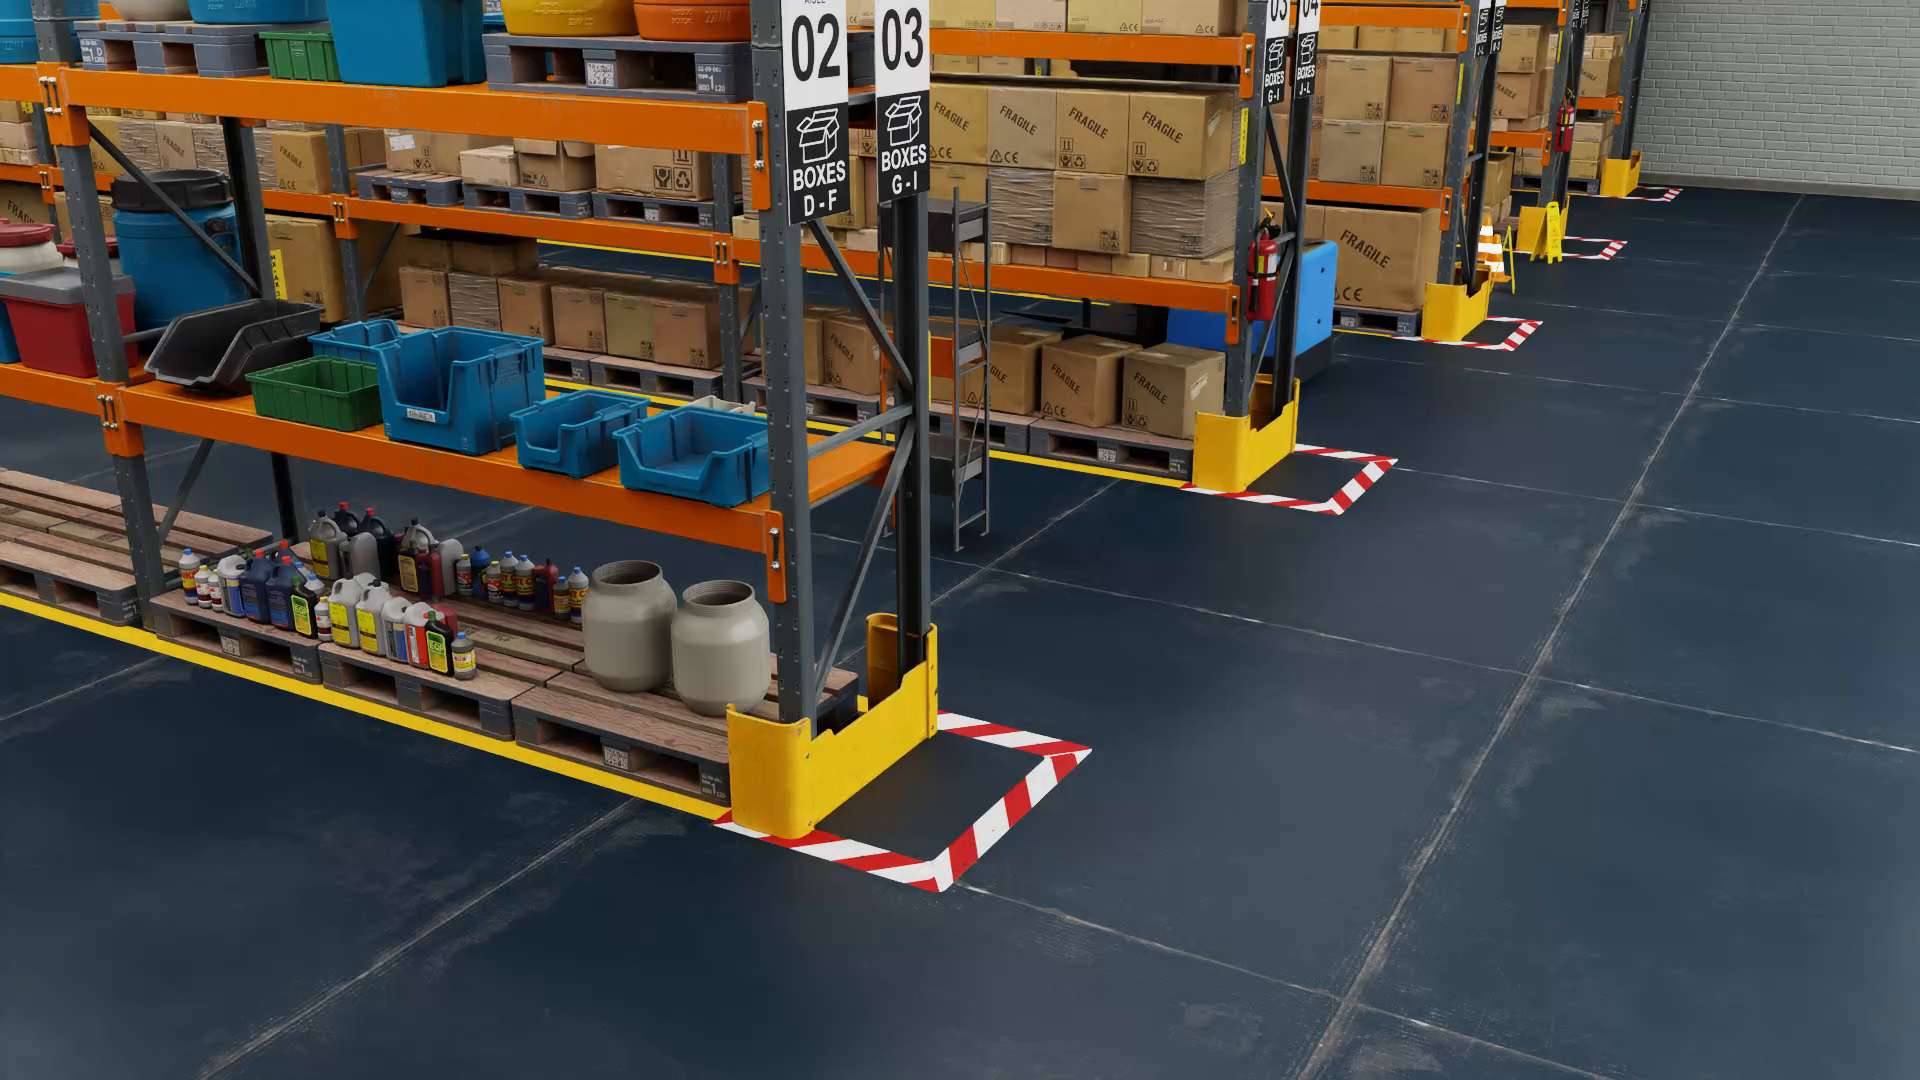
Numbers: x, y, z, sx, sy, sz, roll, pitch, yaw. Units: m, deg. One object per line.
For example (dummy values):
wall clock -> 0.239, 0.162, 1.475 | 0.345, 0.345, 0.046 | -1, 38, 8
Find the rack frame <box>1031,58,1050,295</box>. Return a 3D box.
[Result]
rack frame -> 1.007, -4.017, 16.541 | 0.127, 3.000, 1.000 | 11, 23, 27

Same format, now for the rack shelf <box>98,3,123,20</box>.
rack shelf -> -6.738, -4.627, 14.879 | 4.000, 0.370, 1.077 | 11, 23, 27

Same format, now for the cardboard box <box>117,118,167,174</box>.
cardboard box -> -7.329, -3.617, 15.292 | 0.500, 0.500, 0.500 | 10, 22, 26

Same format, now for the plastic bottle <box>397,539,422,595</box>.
plastic bottle -> -2.791, 0.129, 8.450 | 0.133, 0.283, 0.061 | 11, 23, 27

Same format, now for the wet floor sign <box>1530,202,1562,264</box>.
wet floor sign -> 6.469, -3.386, 18.253 | 0.267, 0.644, 0.232 | -16, 26, -38

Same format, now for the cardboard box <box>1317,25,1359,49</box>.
cardboard box -> 4.472, -5.844, 19.528 | 0.500, 0.500, 0.700 | 10, 22, 26

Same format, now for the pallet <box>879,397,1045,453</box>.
pallet -> 0.172, -0.943, 12.155 | 1.213, 0.211, 1.003 | 11, 23, 27

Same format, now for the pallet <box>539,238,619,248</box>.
pallet -> -4.228, -3.705, 19.770 | 1.213, 0.211, 1.003 | 11, 23, 27

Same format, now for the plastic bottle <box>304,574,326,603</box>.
plastic bottle -> -3.102, 0.295, 8.009 | 0.097, 0.271, 0.097 | 0, 20, 0

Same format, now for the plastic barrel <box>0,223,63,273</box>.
plastic barrel -> -5.285, -1.493, 9.384 | 0.433, 0.535, 0.433 | 0, 20, 0

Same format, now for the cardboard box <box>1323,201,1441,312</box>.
cardboard box -> 3.875, -2.644, 15.255 | 0.875, 0.875, 0.875 | 11, 23, 28

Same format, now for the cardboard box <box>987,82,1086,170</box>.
cardboard box -> 0.517, -2.733, 10.950 | 0.500, 0.500, 0.500 | 11, 23, 27

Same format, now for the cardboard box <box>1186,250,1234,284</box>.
cardboard box -> 1.642, -1.760, 10.687 | 0.250, 0.149, 0.380 | 11, 23, 27

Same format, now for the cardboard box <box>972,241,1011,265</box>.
cardboard box -> 0.282, -1.978, 11.289 | 0.250, 0.149, 0.380 | 11, 23, 27

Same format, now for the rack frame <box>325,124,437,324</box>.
rack frame -> -4.992, -3.223, 14.351 | 0.127, 3.000, 1.000 | 11, 23, 27

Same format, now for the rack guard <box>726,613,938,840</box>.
rack guard -> -0.513, 0.759, 7.041 | 0.348, 0.500, 1.175 | 11, 23, 27

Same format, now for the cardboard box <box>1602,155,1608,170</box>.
cardboard box -> 8.909, -5.366, 23.675 | 0.500, 0.250, 0.500 | 11, 23, 28

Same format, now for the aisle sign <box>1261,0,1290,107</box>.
aisle sign -> 1.900, -3.015, 9.965 | 0.004, 0.787, 0.394 | 11, 23, 27

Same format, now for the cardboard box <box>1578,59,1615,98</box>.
cardboard box -> 8.685, -6.372, 22.885 | 0.500, 0.500, 0.500 | 10, 22, 26

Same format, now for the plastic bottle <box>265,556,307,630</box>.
plastic bottle -> -3.249, 0.244, 8.032 | 0.185, 0.351, 0.144 | 10, 22, 25

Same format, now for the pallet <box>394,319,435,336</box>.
pallet -> -4.311, -1.782, 14.467 | 1.213, 0.211, 1.003 | 11, 23, 27

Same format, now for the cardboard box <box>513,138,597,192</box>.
cardboard box -> -3.059, -3.064, 13.147 | 0.637, 0.503, 0.797 | 13, 24, 33

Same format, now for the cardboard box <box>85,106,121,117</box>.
cardboard box -> -7.923, -4.303, 15.711 | 0.637, 0.503, 0.797 | 10, 22, 26

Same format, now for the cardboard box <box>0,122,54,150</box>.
cardboard box -> -8.998, -3.953, 16.147 | 0.500, 0.250, 0.500 | 10, 22, 26

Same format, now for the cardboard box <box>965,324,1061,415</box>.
cardboard box -> 0.379, -1.223, 11.886 | 0.500, 0.500, 0.500 | 13, 24, 32

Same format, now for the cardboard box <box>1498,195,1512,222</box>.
cardboard box -> 6.255, -3.964, 19.810 | 0.500, 0.250, 0.500 | 11, 22, 27

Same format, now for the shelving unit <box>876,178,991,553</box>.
shelving unit -> -0.144, -1.015, 9.583 | 0.503, 2.100, 0.431 | 11, 23, 27

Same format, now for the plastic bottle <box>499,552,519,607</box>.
plastic bottle -> -2.241, 0.190, 8.299 | 0.097, 0.271, 0.097 | 0, 20, 0

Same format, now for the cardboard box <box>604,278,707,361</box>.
cardboard box -> -2.433, -1.783, 13.402 | 0.500, 0.500, 0.700 | 11, 22, 27

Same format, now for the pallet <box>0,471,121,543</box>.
pallet -> -5.689, -0.094, 9.814 | 1.213, 0.211, 1.003 | 11, 23, 27

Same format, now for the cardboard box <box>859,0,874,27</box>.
cardboard box -> -0.339, -3.574, 11.140 | 0.500, 0.250, 0.500 | 10, 22, 25

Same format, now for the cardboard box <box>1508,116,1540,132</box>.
cardboard box -> 6.394, -4.723, 18.855 | 0.250, 0.149, 0.380 | 12, 23, 29

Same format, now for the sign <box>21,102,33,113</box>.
sign -> -8.754, -4.167, 15.567 | 0.005, 0.325, 0.100 | 11, 23, 27

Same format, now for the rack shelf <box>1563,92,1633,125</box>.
rack shelf -> 7.496, -6.315, 23.931 | 4.000, 0.370, 1.077 | 11, 23, 27

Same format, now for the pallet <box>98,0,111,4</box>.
pallet -> -7.660, -5.070, 15.326 | 1.217, 0.209, 0.805 | 10, 22, 25

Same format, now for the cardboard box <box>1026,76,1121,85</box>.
cardboard box -> 0.774, -2.890, 11.384 | 0.500, 0.500, 0.500 | 11, 23, 27

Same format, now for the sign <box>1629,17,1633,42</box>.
sign -> 8.965, -6.817, 22.215 | 0.005, 0.325, 0.100 | 11, 23, 27

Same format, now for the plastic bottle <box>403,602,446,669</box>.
plastic bottle -> -2.447, 0.431, 7.628 | 0.135, 0.276, 0.152 | 11, 23, 28

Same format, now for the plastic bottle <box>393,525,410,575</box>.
plastic bottle -> -2.883, 0.055, 8.653 | 0.133, 0.283, 0.061 | 13, 23, 31

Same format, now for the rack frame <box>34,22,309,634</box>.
rack frame -> -3.916, -1.083, 8.452 | 0.127, 3.000, 1.000 | 11, 23, 27

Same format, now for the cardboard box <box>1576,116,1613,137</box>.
cardboard box -> 8.915, -5.832, 23.494 | 0.500, 0.250, 0.500 | 10, 22, 26

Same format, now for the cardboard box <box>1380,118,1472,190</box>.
cardboard box -> 4.153, -3.471, 14.815 | 0.550, 0.550, 0.875 | 11, 23, 27

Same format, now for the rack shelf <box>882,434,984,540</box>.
rack shelf -> -0.145, -0.344, 9.826 | 0.480, 0.518, 0.431 | 11, 23, 27

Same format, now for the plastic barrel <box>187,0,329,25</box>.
plastic barrel -> -3.099, -2.729, 7.239 | 0.708, 0.901, 0.600 | 11, 23, 27

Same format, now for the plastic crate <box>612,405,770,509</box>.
plastic crate -> -1.007, -0.342, 6.628 | 0.616, 0.251, 0.499 | 11, 23, 27

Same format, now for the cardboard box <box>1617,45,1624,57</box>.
cardboard box -> 9.073, -6.806, 23.132 | 0.250, 0.149, 0.380 | 10, 22, 26

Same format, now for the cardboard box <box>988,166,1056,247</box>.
cardboard box -> 0.615, -2.322, 11.286 | 0.500, 0.500, 0.875 | 11, 23, 27

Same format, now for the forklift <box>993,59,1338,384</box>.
forklift -> 1.510, -2.881, 13.510 | 3.031, 2.935, 1.130 | 11, 23, 28

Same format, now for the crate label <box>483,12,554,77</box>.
crate label -> -1.897, -2.168, 7.262 | 0.408, 0.251, 0.502 | 11, 23, 27

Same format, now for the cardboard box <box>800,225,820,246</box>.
cardboard box -> -1.016, -2.235, 11.997 | 0.250, 0.149, 0.380 | 11, 23, 27
